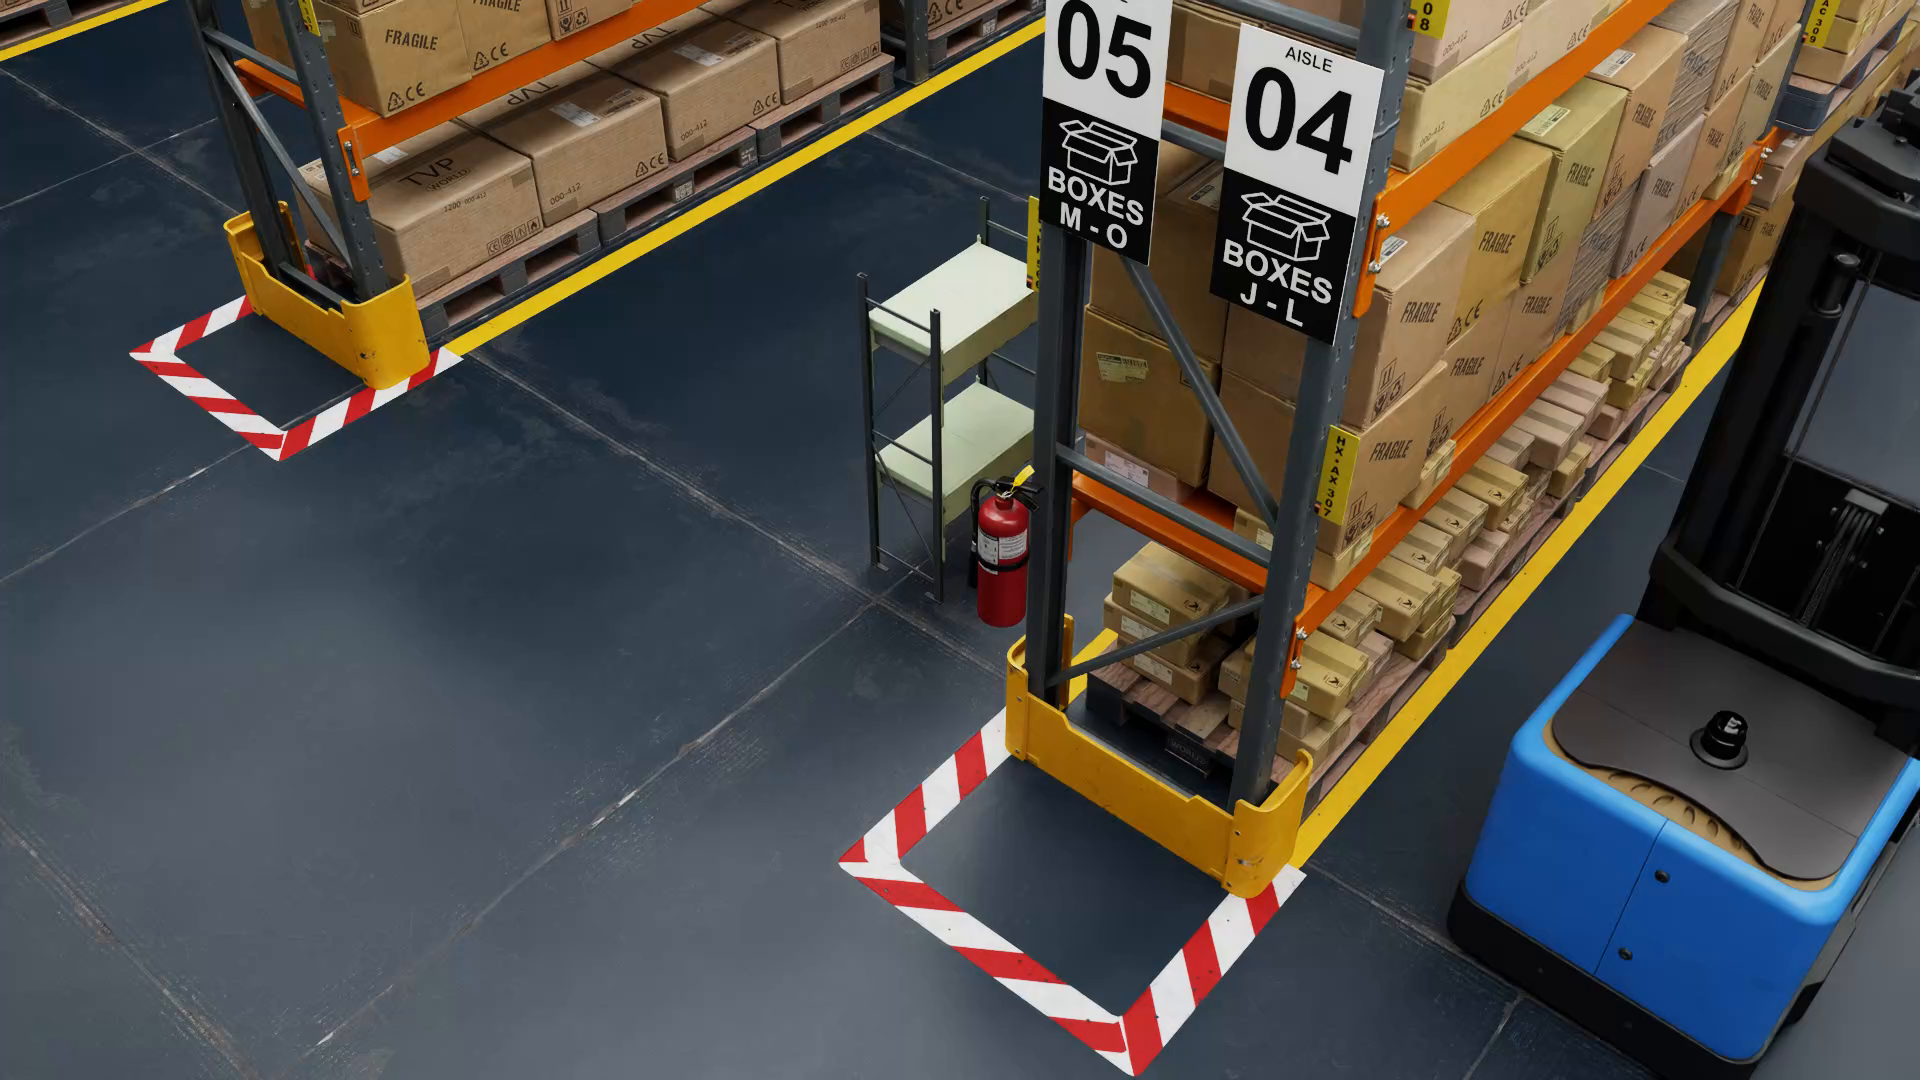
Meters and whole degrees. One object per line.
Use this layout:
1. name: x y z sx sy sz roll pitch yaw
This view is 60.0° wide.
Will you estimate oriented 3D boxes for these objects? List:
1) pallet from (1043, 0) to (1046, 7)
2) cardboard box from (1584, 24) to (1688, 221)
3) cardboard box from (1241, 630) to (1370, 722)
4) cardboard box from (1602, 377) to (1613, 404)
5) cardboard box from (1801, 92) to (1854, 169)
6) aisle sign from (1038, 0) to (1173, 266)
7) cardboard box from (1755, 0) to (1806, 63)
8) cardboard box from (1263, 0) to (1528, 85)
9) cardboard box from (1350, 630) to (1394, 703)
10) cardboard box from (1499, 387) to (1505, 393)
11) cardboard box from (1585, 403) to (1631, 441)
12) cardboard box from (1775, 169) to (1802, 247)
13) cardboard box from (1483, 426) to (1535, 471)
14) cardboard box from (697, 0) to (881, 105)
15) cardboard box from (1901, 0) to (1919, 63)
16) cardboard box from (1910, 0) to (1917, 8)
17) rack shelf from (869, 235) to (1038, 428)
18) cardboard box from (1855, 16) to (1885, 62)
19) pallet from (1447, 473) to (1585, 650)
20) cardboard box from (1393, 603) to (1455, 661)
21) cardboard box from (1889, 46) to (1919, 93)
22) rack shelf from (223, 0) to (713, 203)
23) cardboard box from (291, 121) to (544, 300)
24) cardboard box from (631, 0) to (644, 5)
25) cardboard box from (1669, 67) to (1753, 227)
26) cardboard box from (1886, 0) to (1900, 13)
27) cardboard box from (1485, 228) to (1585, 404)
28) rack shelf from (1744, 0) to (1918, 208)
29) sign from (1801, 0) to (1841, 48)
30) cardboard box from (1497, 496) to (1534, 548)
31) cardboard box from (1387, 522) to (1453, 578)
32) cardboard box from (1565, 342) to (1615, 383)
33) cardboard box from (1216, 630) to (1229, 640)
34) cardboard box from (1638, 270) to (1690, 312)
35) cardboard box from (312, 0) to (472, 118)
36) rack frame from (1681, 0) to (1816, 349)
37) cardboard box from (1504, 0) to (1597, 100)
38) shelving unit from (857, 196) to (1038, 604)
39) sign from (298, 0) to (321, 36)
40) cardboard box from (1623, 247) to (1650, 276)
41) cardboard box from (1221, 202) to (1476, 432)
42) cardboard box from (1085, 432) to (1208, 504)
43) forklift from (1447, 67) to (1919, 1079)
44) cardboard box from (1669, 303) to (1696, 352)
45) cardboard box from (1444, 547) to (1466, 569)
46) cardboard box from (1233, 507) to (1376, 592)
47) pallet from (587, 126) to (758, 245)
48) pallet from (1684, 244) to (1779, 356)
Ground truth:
1. pallet: 0.603 -4.278 11.980 1.003 0.211 1.213 29 50 28
2. cardboard box: 2.148 -1.516 5.831 0.500 0.500 0.500 28 49 27
3. cardboard box: 1.256 0.459 6.063 0.380 0.149 0.250 27 49 27
4. cardboard box: 2.714 -0.691 7.549 0.380 0.149 0.250 30 50 29
5. cardboard box: 4.252 -2.207 8.618 0.500 0.250 0.500 31 51 29
6. aisle sign: 0.382 -1.152 4.537 0.394 0.787 0.004 29 50 28
7. cardboard box: 3.138 -2.315 6.710 0.500 0.500 0.500 28 49 27
8. cardboard box: 1.147 -1.456 4.314 0.500 0.250 0.500 30 50 29
9. cardboard box: 1.412 0.416 6.331 0.380 0.149 0.250 29 50 28
10. cardboard box: 1.900 -0.731 6.193 0.380 0.149 0.250 29 49 28
11. cardboard box: 2.890 -0.647 7.721 0.380 0.149 0.250 28 49 27
12. cardboard box: 4.251 -1.927 8.868 0.500 0.500 0.500 32 51 30
13. cardboard box: 2.177 -0.398 7.005 0.380 0.149 0.250 30 50 29
14. cardboard box: -1.107 -3.179 10.291 0.875 0.438 0.875 29 50 28
15. cardboard box: 5.252 -2.995 9.485 0.500 0.250 0.500 30 50 29
16. cardboard box: 4.503 -2.756 8.108 0.380 0.149 0.250 27 49 27
17. rack shelf: 0.004 -0.847 6.669 0.431 0.370 0.720 29 50 28
18. cardboard box: 4.013 -2.369 7.682 0.380 0.149 0.250 30 50 29
19. pallet: 2.043 -0.134 7.422 1.003 0.211 1.213 29 50 28
20. cardboard box: 1.750 0.285 6.696 0.380 0.149 0.250 30 50 29
21. cardboard box: 5.247 -2.730 9.751 0.500 0.500 0.500 32 51 30
22. rack shelf: -1.907 -2.953 8.985 1.077 0.370 4.000 29 50 28
23. cardboard box: -2.846 -1.779 8.752 0.875 0.438 0.875 28 49 27
24. cardboard box: -1.711 -3.141 8.582 0.500 0.500 0.500 31 51 30
25. cardboard box: 2.803 -1.666 6.740 0.500 0.500 0.500 28 49 27
26. cardboard box: 4.170 -2.601 7.717 0.380 0.149 0.250 31 51 29
27. cardboard box: 1.809 -0.890 5.886 0.500 0.500 0.500 30 50 29
28. rack shelf: 4.521 -2.921 8.950 1.077 0.370 4.000 29 50 28
29. sign: 3.654 -2.247 7.030 0.100 0.325 0.005 29 50 28
30. cardboard box: 2.227 -0.132 7.155 0.380 0.149 0.250 30 50 28
31. cardboard box: 1.698 0.027 6.538 0.380 0.149 0.250 27 49 27
32. cardboard box: 2.688 -0.802 7.450 0.380 0.149 0.250 31 51 30
33. cardboard box: 0.926 0.264 6.719 0.380 0.149 0.250 31 51 30
34. cardboard box: 3.204 -1.182 7.868 0.380 0.149 0.250 31 51 29
35. cardboard box: -2.666 -2.349 7.711 0.500 0.500 0.500 29 50 28
36. rack frame: 3.233 -2.157 7.575 1.000 3.000 0.127 29 50 28
37. cardboard box: 1.486 -1.542 4.780 0.500 0.250 0.500 31 51 30
38. shelving unit: 0.004 -0.558 6.932 0.431 1.500 0.755 29 50 28
39. sign: -2.774 -2.295 7.024 0.100 0.325 0.005 29 50 28
40. cardboard box: 2.592 -1.250 6.764 0.380 0.149 0.250 27 49 27
41. cardboard box: 1.151 -0.731 4.968 0.500 0.500 0.500 29 50 28
42. cardboard box: 0.653 -0.295 5.714 0.380 0.149 0.250 30 50 28
43. forklift: 3.069 -0.186 5.458 1.130 2.935 3.031 31 51 30
44. cardboard box: 3.274 -1.068 7.963 0.380 0.149 0.250 31 50 29
45. cardboard box: 1.848 -0.011 6.800 0.380 0.149 0.250 27 49 27
46. cardboard box: 1.118 -0.030 5.422 0.380 0.149 0.250 29 50 28
47. pallet: -1.955 -2.228 9.726 1.003 0.211 1.213 29 50 28
48. pallet: 3.733 -1.527 8.955 1.003 0.211 1.213 29 50 28
